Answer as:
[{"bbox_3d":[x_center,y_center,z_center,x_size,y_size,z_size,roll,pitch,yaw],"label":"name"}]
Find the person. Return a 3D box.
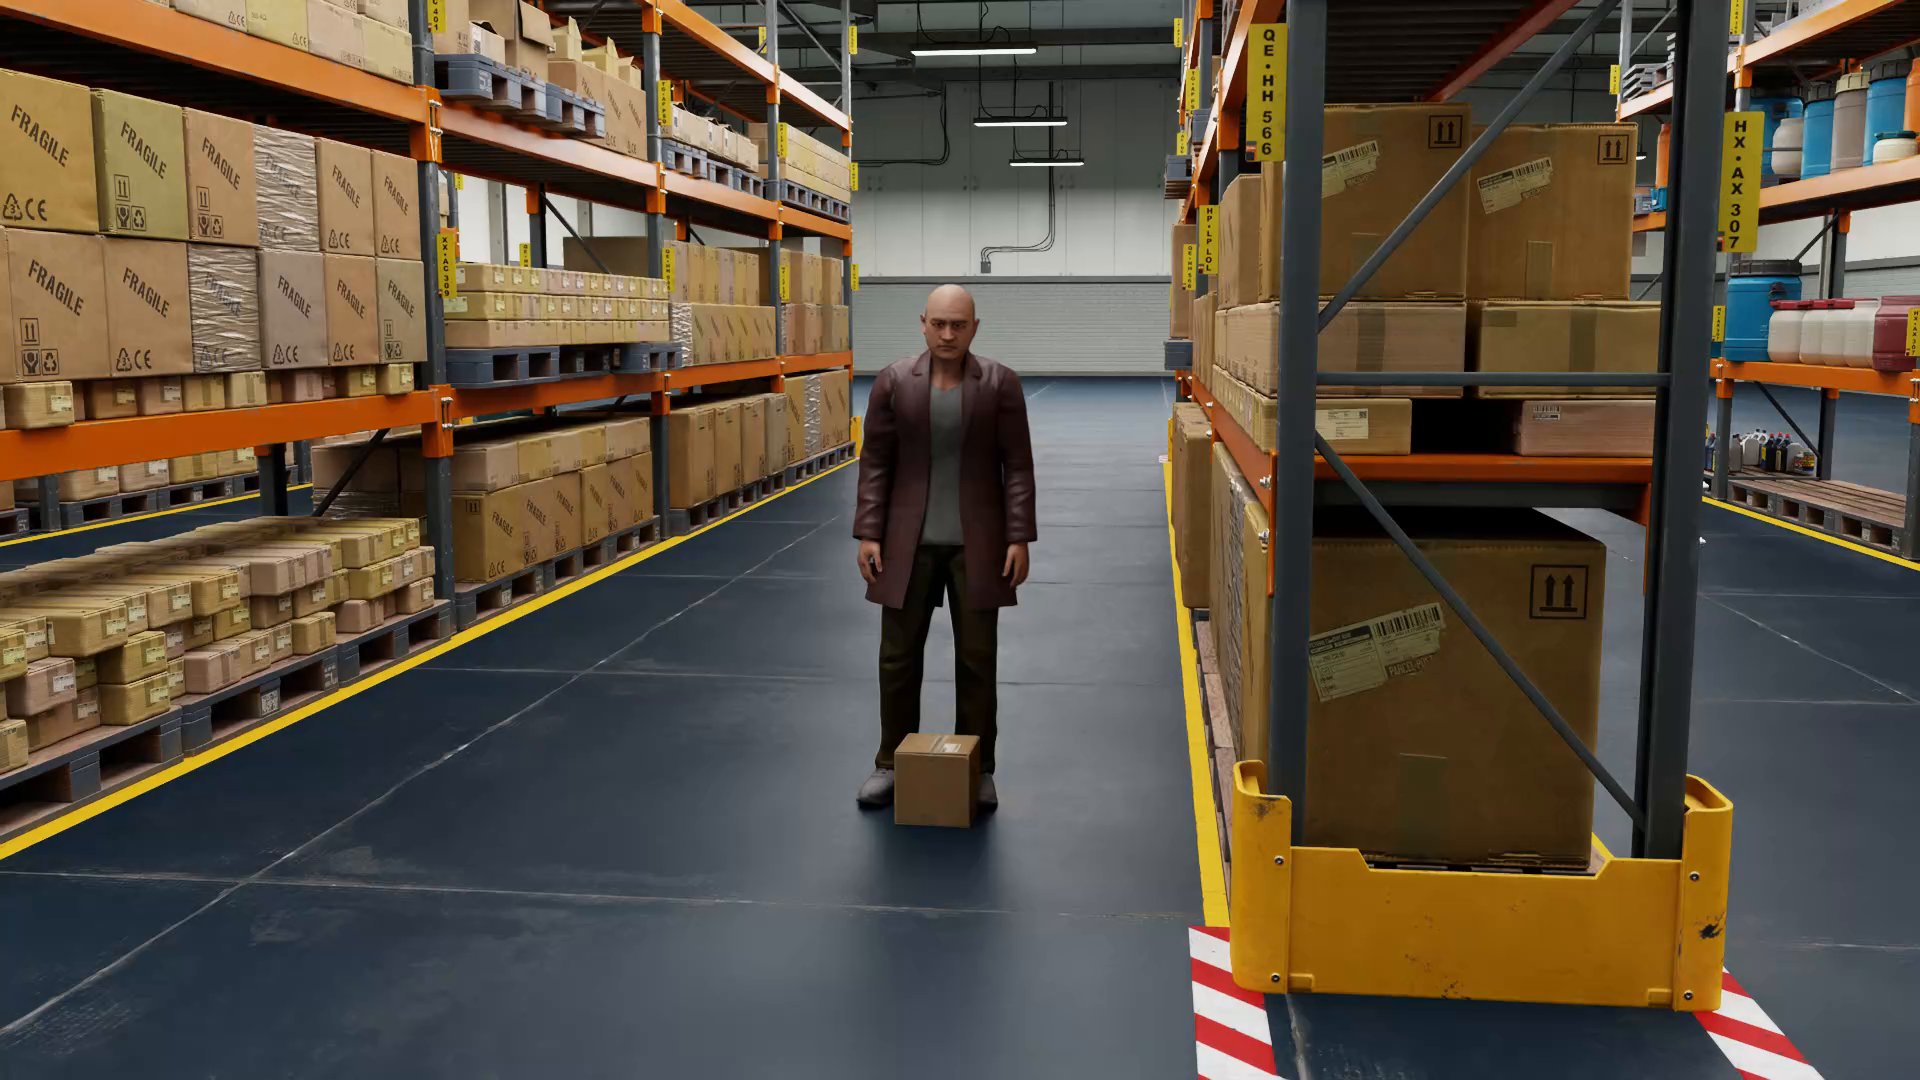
[{"bbox_3d":[-0.053,0.017,5.724,0.640,1.772,0.428,0,7,4],"label":"person"}]
